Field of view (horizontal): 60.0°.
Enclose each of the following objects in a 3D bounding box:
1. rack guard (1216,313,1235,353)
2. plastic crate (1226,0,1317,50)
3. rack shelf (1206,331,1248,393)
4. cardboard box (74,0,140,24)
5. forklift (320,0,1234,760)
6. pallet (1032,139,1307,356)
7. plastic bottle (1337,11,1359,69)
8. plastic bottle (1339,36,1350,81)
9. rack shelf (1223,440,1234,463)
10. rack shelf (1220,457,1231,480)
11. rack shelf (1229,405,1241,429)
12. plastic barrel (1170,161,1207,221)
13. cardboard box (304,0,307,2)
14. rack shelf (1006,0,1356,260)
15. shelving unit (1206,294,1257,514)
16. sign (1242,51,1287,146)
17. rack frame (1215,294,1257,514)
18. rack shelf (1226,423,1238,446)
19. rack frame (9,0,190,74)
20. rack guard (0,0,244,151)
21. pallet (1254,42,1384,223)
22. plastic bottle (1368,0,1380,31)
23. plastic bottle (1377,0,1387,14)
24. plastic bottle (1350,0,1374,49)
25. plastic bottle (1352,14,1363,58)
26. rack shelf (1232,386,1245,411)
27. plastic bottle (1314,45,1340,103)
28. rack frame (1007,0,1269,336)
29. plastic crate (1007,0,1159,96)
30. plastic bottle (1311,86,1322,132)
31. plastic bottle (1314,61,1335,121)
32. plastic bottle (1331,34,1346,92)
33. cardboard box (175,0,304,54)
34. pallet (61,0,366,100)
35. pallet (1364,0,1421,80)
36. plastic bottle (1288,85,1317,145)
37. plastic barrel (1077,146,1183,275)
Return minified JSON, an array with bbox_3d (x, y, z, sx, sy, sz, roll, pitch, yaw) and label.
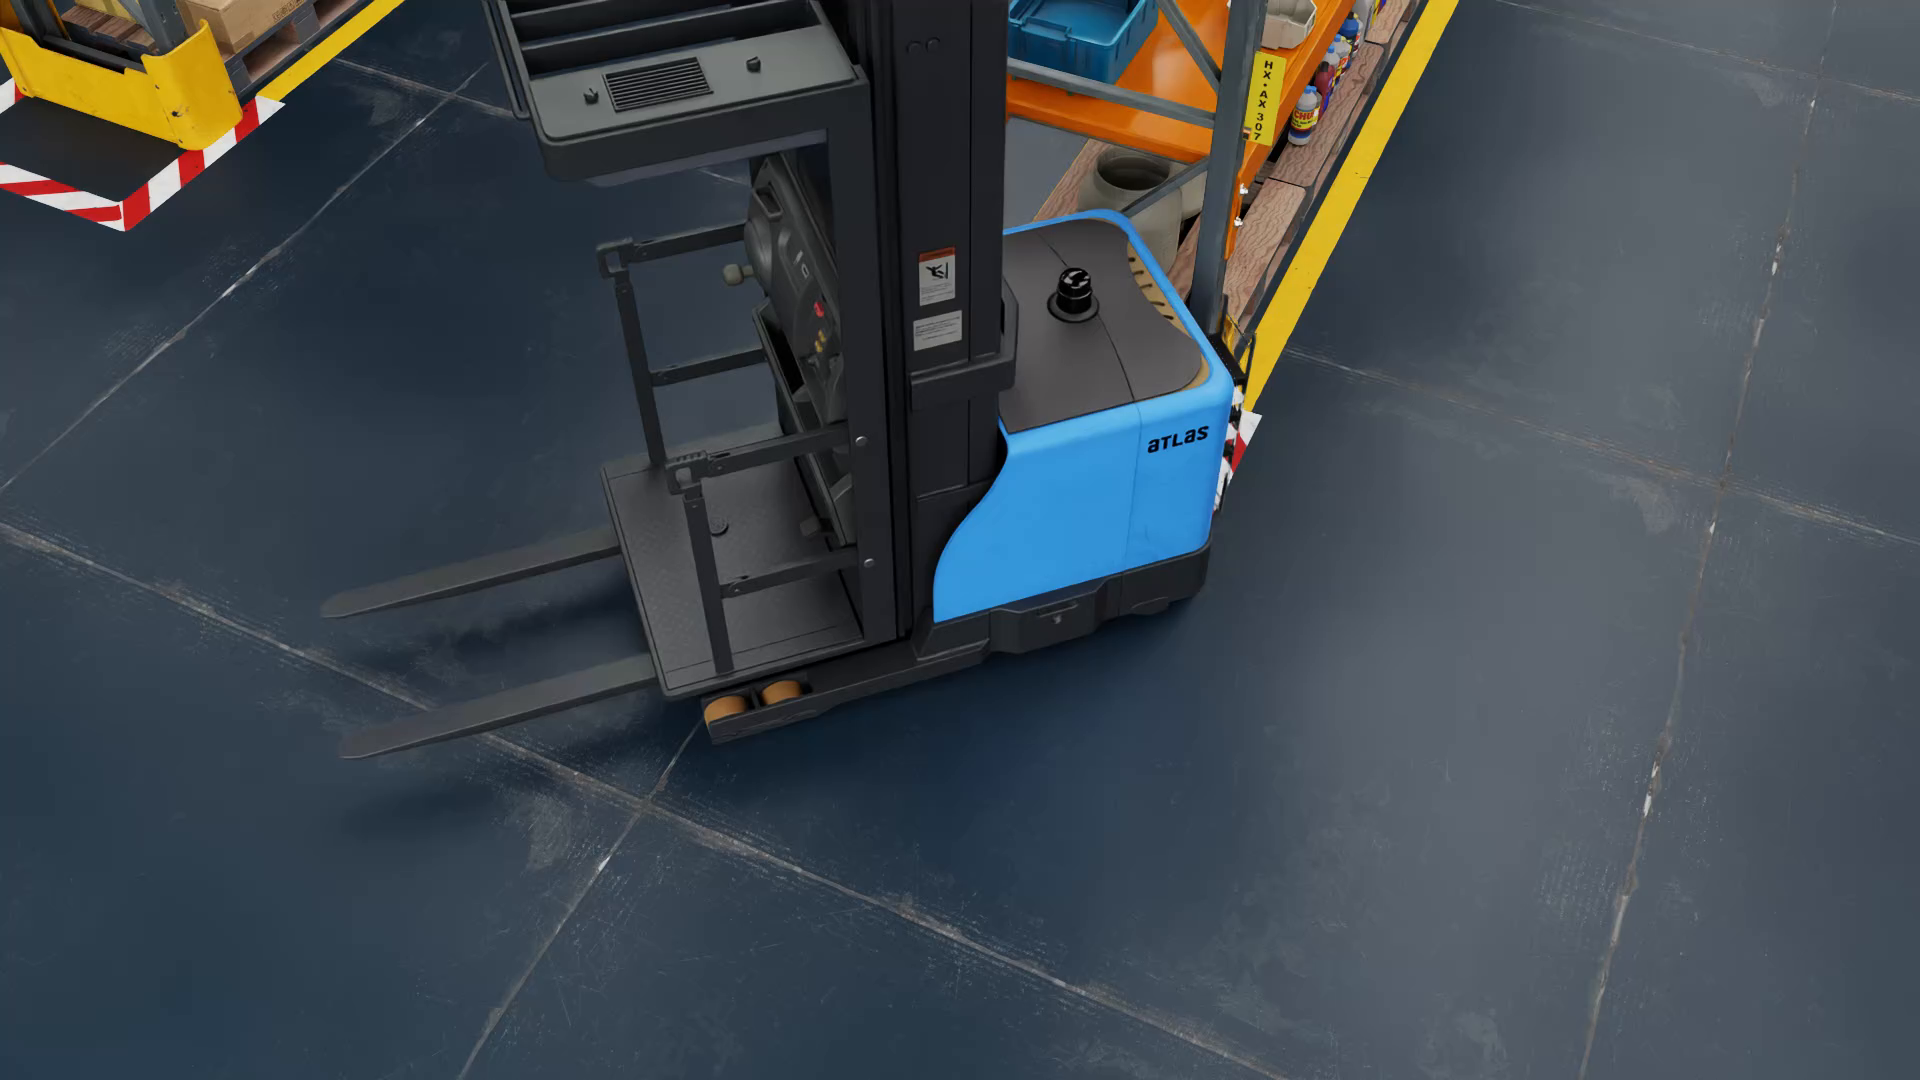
[{"bbox_3d":[0.461,-0.751,6.561,1.175,0.500,0.348,20,52,16],"label":"rack guard"},{"bbox_3d":[1.145,-1.919,6.087,0.298,0.136,0.250,20,52,16],"label":"plastic crate"},{"bbox_3d":[0.868,-0.608,5.864,0.200,0.077,0.258,-14,51,-13],"label":"rack shelf"},{"bbox_3d":[-4.044,-2.818,8.208,0.500,0.250,0.500,20,52,16],"label":"cardboard box"},{"bbox_3d":[-0.682,-0.721,4.939,3.031,2.935,1.130,-15,51,-12],"label":"forklift"},{"bbox_3d":[0.813,-1.215,7.145,1.003,0.211,1.213,20,52,16],"label":"pallet"},{"bbox_3d":[1.803,-2.343,7.777,0.097,0.271,0.097,0,50,0],"label":"plastic bottle"},{"bbox_3d":[1.759,-2.249,7.743,0.097,0.201,0.097,0,50,0],"label":"plastic bottle"},{"bbox_3d":[0.863,-0.374,6.137,0.200,0.077,0.258,-14,51,-13],"label":"rack shelf"},{"bbox_3d":[0.862,-0.315,6.205,0.200,0.077,0.258,-14,51,-13],"label":"rack shelf"},{"bbox_3d":[0.866,-0.491,6.000,0.200,0.077,0.258,-14,51,-13],"label":"rack shelf"},{"bbox_3d":[0.898,-1.646,7.039,0.421,0.512,0.421,0,50,0],"label":"plastic barrel"},{"bbox_3d":[-3.365,-2.995,8.358,0.500,0.250,0.500,20,52,16],"label":"cardboard box"},{"bbox_3d":[1.326,-2.637,6.997,1.077,0.370,4.000,20,52,16],"label":"rack shelf"},{"bbox_3d":[0.865,-0.454,6.043,0.210,0.900,0.258,-14,51,-13],"label":"shelving unit"},{"bbox_3d":[0.967,-1.401,5.291,0.100,0.325,0.005,20,52,16],"label":"sign"},{"bbox_3d":[0.961,-0.478,6.066,0.006,0.900,0.240,-14,51,-13],"label":"rack frame"},{"bbox_3d":[0.865,-0.432,6.069,0.200,0.077,0.258,-14,51,-13],"label":"rack shelf"},{"bbox_3d":[-4.006,-3.107,6.925,1.000,3.000,0.127,20,52,16],"label":"rack frame"},{"bbox_3d":[-4.016,-2.281,7.862,1.175,0.500,0.348,20,52,16],"label":"rack guard"},{"bbox_3d":[1.336,-2.052,7.857,1.003,0.211,1.213,20,52,16],"label":"pallet"},{"bbox_3d":[1.946,-2.640,7.977,0.144,0.351,0.185,19,52,16],"label":"plastic bottle"},{"bbox_3d":[2.052,-2.715,8.085,0.061,0.283,0.133,23,53,18],"label":"plastic bottle"},{"bbox_3d":[1.873,-2.505,7.912,0.152,0.276,0.135,21,53,17],"label":"plastic bottle"},{"bbox_3d":[1.847,-2.391,7.863,0.097,0.201,0.097,0,50,0],"label":"plastic bottle"},{"bbox_3d":[0.867,-0.549,5.932,0.200,0.077,0.258,-14,51,-13],"label":"rack shelf"},{"bbox_3d":[1.674,-2.135,7.599,0.097,0.271,0.097,0,50,0],"label":"plastic bottle"},{"bbox_3d":[0.471,-1.493,5.551,1.000,3.000,0.127,20,52,16],"label":"rack frame"},{"bbox_3d":[0.415,-1.887,5.984,0.499,0.251,0.616,20,52,16],"label":"plastic crate"},{"bbox_3d":[1.572,-1.947,7.486,0.097,0.201,0.097,0,50,0],"label":"plastic bottle"},{"bbox_3d":[1.641,-2.052,7.522,0.061,0.283,0.133,21,53,17],"label":"plastic bottle"},{"bbox_3d":[1.717,-2.204,7.658,0.097,0.271,0.097,0,50,0],"label":"plastic bottle"},{"bbox_3d":[-3.575,-2.649,8.064,0.500,0.250,0.500,20,52,16],"label":"cardboard box"},{"bbox_3d":[-3.717,-2.744,8.446,1.003,0.211,1.213,20,52,16],"label":"pallet"},{"bbox_3d":[1.856,-2.895,8.575,1.003,0.211,1.213,20,52,16],"label":"pallet"},{"bbox_3d":[1.528,-1.899,7.399,0.097,0.271,0.097,0,50,0],"label":"plastic bottle"},{"bbox_3d":[0.683,-1.301,6.745,0.421,0.512,0.421,0,50,0],"label":"plastic barrel"}]
